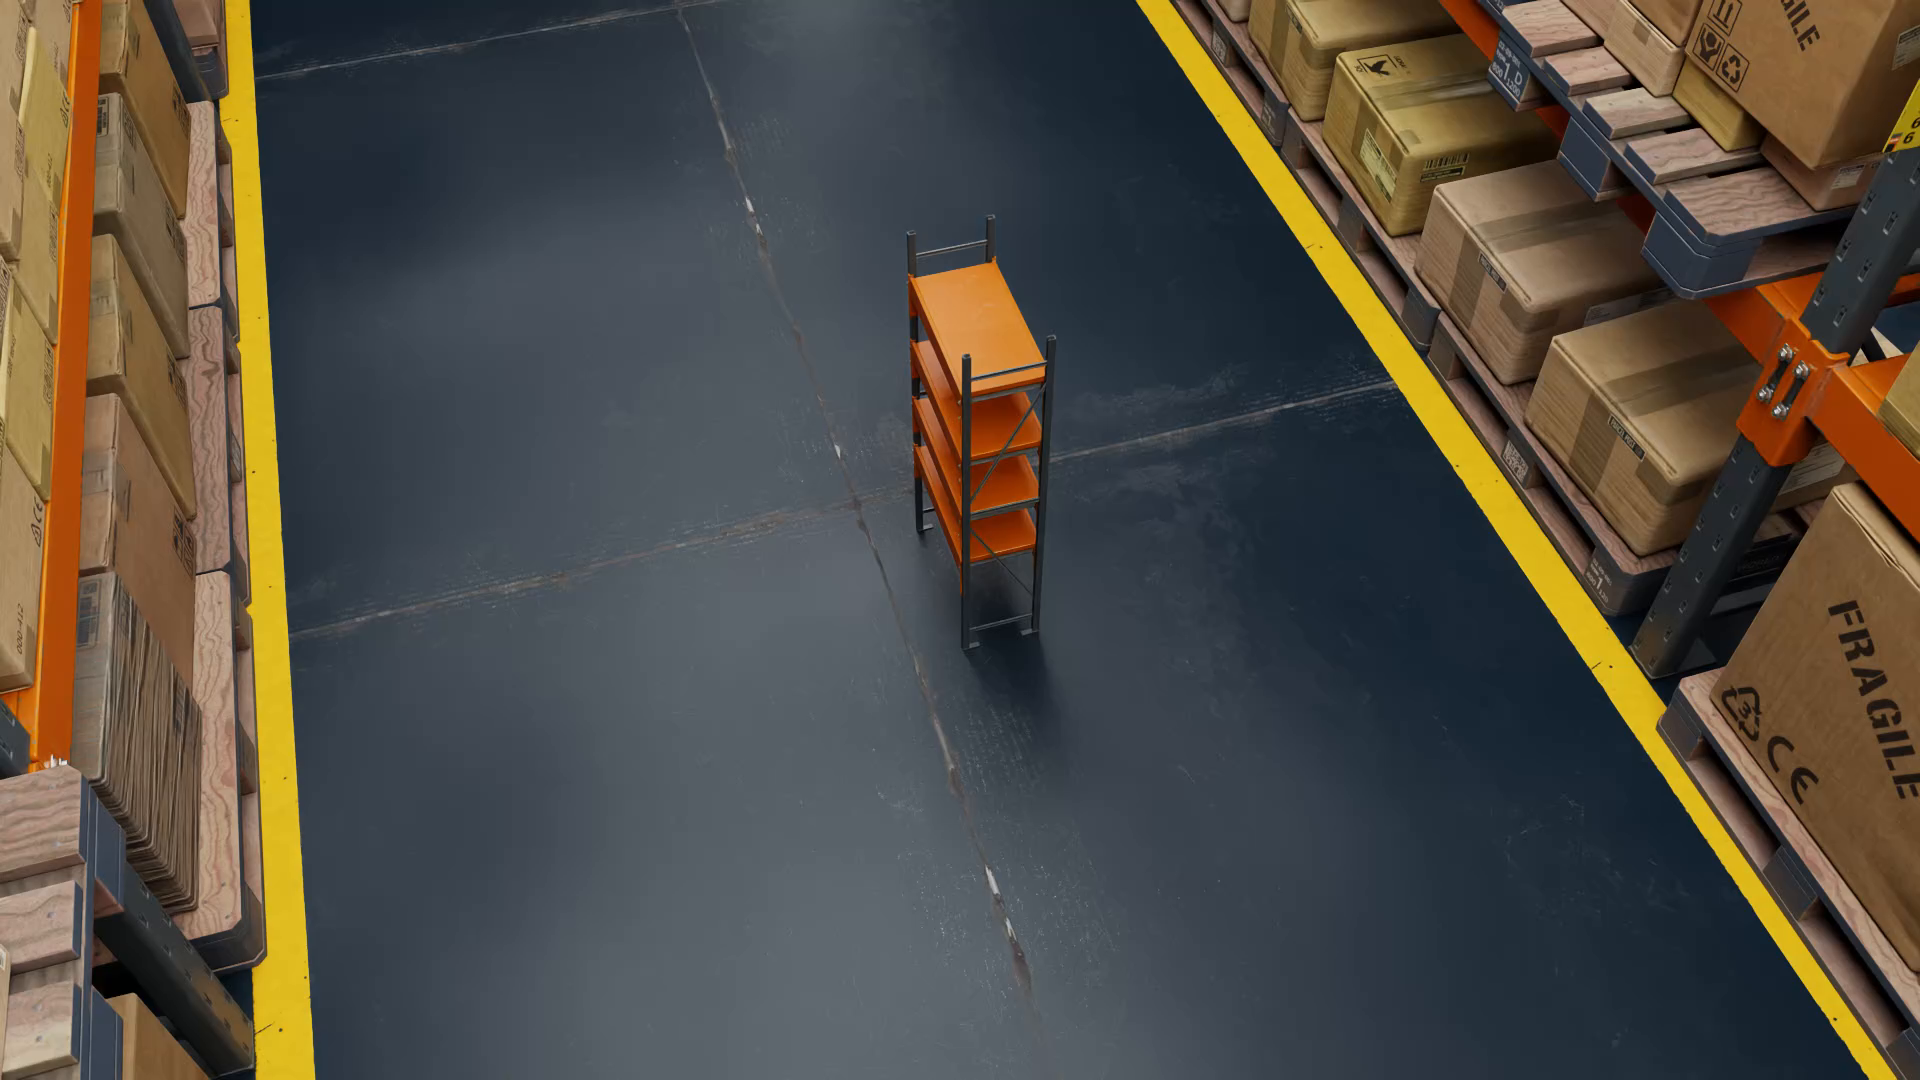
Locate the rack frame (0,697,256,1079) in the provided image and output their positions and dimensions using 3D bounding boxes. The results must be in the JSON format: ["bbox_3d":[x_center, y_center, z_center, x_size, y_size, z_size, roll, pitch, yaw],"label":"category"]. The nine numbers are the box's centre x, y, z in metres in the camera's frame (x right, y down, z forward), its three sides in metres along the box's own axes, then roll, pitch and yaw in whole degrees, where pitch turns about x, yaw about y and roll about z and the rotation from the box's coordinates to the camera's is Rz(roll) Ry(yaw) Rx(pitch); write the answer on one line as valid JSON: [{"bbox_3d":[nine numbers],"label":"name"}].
[{"bbox_3d":[-2.249,0.418,2.935,1.000,3.000,0.127,-13,51,-11],"label":"rack frame"}]

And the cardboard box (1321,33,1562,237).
[{"bbox_3d":[1.889,-1.502,5.998,0.950,0.372,0.625,-12,51,-10],"label":"cardboard box"}]

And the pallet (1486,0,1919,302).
[{"bbox_3d":[2.179,-1.141,4.376,1.213,0.211,1.003,-13,51,-11],"label":"pallet"}]

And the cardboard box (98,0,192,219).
[{"bbox_3d":[-3.267,-1.494,5.826,0.875,0.625,0.625,-11,51,-9],"label":"cardboard box"}]

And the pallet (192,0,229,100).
[{"bbox_3d":[-3.627,-2.195,6.962,1.003,0.211,1.213,-13,51,-11],"label":"pallet"}]

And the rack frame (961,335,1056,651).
[{"bbox_3d":[0.121,-0.088,4.539,0.240,1.200,0.015,-13,51,-11],"label":"rack frame"}]

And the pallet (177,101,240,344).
[{"bbox_3d":[-3.177,-1.075,6.018,1.003,0.211,1.213,-13,51,-11],"label":"pallet"}]

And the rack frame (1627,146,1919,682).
[{"bbox_3d":[2.491,-0.707,3.884,1.000,3.000,0.127,-13,51,-11],"label":"rack frame"}]

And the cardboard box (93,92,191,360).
[{"bbox_3d":[-3.045,-0.926,5.347,0.875,0.625,0.625,-14,51,-11],"label":"cardboard box"}]

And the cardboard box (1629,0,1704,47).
[{"bbox_3d":[1.928,-1.614,4.114,0.500,0.500,0.500,-14,51,-12],"label":"cardboard box"}]

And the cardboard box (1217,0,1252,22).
[{"bbox_3d":[1.466,-2.534,6.868,0.950,0.372,0.625,-13,51,-11],"label":"cardboard box"}]

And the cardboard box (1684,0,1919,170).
[{"bbox_3d":[2.091,-1.239,3.798,0.500,0.500,0.500,-15,51,-12],"label":"cardboard box"}]

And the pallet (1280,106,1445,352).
[{"bbox_3d":[1.905,-1.268,6.181,1.003,0.211,1.213,-13,51,-11],"label":"pallet"}]

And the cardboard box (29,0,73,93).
[{"bbox_3d":[-2.762,-1.410,4.575,0.500,0.250,0.500,-13,51,-11],"label":"cardboard box"}]

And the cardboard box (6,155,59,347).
[{"bbox_3d":[-2.450,-0.656,3.939,0.500,0.250,0.500,-15,51,-12],"label":"cardboard box"}]

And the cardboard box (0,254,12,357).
[{"bbox_3d":[-2.294,-0.440,3.430,0.500,0.250,0.500,-12,51,-10],"label":"cardboard box"}]

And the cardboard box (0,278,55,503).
[{"bbox_3d":[-2.291,-0.281,3.623,0.500,0.250,0.500,-14,51,-12],"label":"cardboard box"}]

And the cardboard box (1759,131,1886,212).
[{"bbox_3d":[2.170,-0.947,3.976,0.380,0.149,0.250,-12,51,-10],"label":"cardboard box"}]

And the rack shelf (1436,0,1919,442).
[{"bbox_3d":[1.900,-1.935,5.390,1.077,0.370,4.000,-13,51,-11],"label":"rack shelf"}]

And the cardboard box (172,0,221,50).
[{"bbox_3d":[-3.259,-2.180,6.650,0.500,0.250,0.500,-13,51,-11],"label":"cardboard box"}]

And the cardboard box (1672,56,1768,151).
[{"bbox_3d":[2.021,-1.127,4.128,0.380,0.149,0.250,-13,51,-10],"label":"cardboard box"}]

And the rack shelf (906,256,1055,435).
[{"bbox_3d":[0.049,-0.519,4.389,0.258,0.148,0.480,-13,51,-11],"label":"rack shelf"}]

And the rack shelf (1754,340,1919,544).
[{"bbox_3d":[3.083,0.986,2.927,1.077,0.370,4.000,-13,51,-11],"label":"rack shelf"}]

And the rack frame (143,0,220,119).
[{"bbox_3d":[-3.432,-2.503,5.398,1.000,3.000,0.127,-13,51,-11],"label":"rack frame"}]

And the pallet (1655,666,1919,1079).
[{"bbox_3d":[2.653,0.785,4.450,1.003,0.211,1.213,-13,51,-11],"label":"pallet"}]

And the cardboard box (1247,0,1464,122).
[{"bbox_3d":[1.682,-2.010,6.426,0.950,0.372,0.625,-10,51,-9],"label":"cardboard box"}]

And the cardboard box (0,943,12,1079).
[{"bbox_3d":[-1.688,0.757,2.539,0.380,0.149,0.250,-12,51,-10],"label":"cardboard box"}]

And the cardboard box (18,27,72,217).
[{"bbox_3d":[-2.602,-1.035,4.259,0.500,0.250,0.500,-12,51,-10],"label":"cardboard box"}]

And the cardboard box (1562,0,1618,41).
[{"bbox_3d":[1.837,-1.486,4.431,0.380,0.149,0.250,-16,52,-13],"label":"cardboard box"}]

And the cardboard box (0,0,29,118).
[{"bbox_3d":[-2.607,-1.193,4.065,0.500,0.250,0.500,-13,51,-10],"label":"cardboard box"}]

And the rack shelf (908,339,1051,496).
[{"bbox_3d":[0.049,-0.367,4.570,0.258,0.148,0.480,-13,51,-11],"label":"rack shelf"}]

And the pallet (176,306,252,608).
[{"bbox_3d":[-2.812,-0.182,5.266,1.003,0.211,1.213,-13,51,-11],"label":"pallet"}]

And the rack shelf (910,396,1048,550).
[{"bbox_3d":[0.049,-0.222,4.741,0.258,0.148,0.480,-13,51,-11],"label":"rack shelf"}]

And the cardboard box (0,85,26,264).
[{"bbox_3d":[-2.432,-0.826,3.756,0.500,0.250,0.500,-14,51,-12],"label":"cardboard box"}]

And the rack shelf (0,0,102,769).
[{"bbox_3d":[-2.841,-0.810,4.442,1.077,0.370,4.000,-13,51,-11],"label":"rack shelf"}]

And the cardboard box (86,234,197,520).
[{"bbox_3d":[-2.821,-0.377,4.885,0.875,0.625,0.625,-15,52,-12],"label":"cardboard box"}]

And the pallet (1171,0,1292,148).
[{"bbox_3d":[1.540,-2.161,6.934,1.003,0.211,1.213,-13,51,-11],"label":"pallet"}]

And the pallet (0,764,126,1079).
[{"bbox_3d":[-1.982,0.959,2.605,1.213,0.211,1.003,-13,51,-11],"label":"pallet"}]

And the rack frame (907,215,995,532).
[{"bbox_3d":[-0.023,-0.444,4.840,0.240,1.200,0.015,-13,51,-11],"label":"rack frame"}]

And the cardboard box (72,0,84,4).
[{"bbox_3d":[-2.879,-1.780,4.887,0.500,0.250,0.500,-14,51,-11],"label":"cardboard box"}]

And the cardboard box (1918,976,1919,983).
[{"bbox_3d":[2.876,1.019,3.544,0.875,0.875,0.875,-13,51,-11],"label":"cardboard box"}]

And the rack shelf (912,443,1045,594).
[{"bbox_3d":[0.049,-0.094,4.893,0.258,0.148,0.480,-13,51,-11],"label":"rack shelf"}]

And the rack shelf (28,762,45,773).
[{"bbox_3d":[-1.658,2.111,1.979,1.077,0.370,4.000,-13,51,-11],"label":"rack shelf"}]

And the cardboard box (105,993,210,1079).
[{"bbox_3d":[-1.919,1.349,3.511,0.500,0.500,0.500,-12,51,-10],"label":"cardboard box"}]

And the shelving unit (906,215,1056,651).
[{"bbox_3d":[0.049,-0.266,4.689,0.258,1.200,0.503,-13,51,-11],"label":"shelving unit"}]

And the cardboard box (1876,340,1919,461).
[{"bbox_3d":[2.396,-0.244,3.592,0.500,0.250,0.500,-14,51,-12],"label":"cardboard box"}]

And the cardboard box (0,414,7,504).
[{"bbox_3d":[-2.123,-0.079,3.126,0.500,0.250,0.500,-13,51,-11],"label":"cardboard box"}]

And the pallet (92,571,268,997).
[{"bbox_3d":[-2.455,0.707,4.516,1.003,0.211,1.213,-13,51,-11],"label":"pallet"}]

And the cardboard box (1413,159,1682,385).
[{"bbox_3d":[2.108,-0.947,5.530,0.950,0.372,0.625,-14,51,-12],"label":"cardboard box"}]

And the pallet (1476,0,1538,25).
[{"bbox_3d":[1.867,-2.081,5.168,1.003,0.211,1.213,-13,51,-11],"label":"pallet"}]

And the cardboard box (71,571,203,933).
[{"bbox_3d":[-2.421,0.590,4.069,0.875,0.625,0.625,-12,51,-10],"label":"cardboard box"}]

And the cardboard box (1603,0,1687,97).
[{"bbox_3d":[1.904,-1.300,4.274,0.380,0.149,0.250,-14,51,-11],"label":"cardboard box"}]

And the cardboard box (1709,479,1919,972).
[{"bbox_3d":[2.616,0.366,4.094,0.875,0.875,0.875,-14,51,-11],"label":"cardboard box"}]

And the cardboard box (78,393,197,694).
[{"bbox_3d":[-2.621,0.114,4.470,0.875,0.625,0.625,-12,51,-10],"label":"cardboard box"}]

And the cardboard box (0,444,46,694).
[{"bbox_3d":[-2.147,0.087,3.312,0.500,0.250,0.500,-13,51,-11],"label":"cardboard box"}]

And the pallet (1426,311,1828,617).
[{"bbox_3d":[2.262,-0.379,5.431,1.003,0.211,1.213,-13,51,-11],"label":"pallet"}]

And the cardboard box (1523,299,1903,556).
[{"bbox_3d":[2.334,-0.410,5.078,0.950,0.372,0.625,-16,52,-13],"label":"cardboard box"}]

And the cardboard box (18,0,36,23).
[{"bbox_3d":[-2.738,-1.566,4.380,0.500,0.250,0.500,-12,51,-10],"label":"cardboard box"}]

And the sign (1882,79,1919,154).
[{"bbox_3d":[1.976,-0.925,3.362,0.100,0.325,0.005,-13,51,-11],"label":"sign"}]
